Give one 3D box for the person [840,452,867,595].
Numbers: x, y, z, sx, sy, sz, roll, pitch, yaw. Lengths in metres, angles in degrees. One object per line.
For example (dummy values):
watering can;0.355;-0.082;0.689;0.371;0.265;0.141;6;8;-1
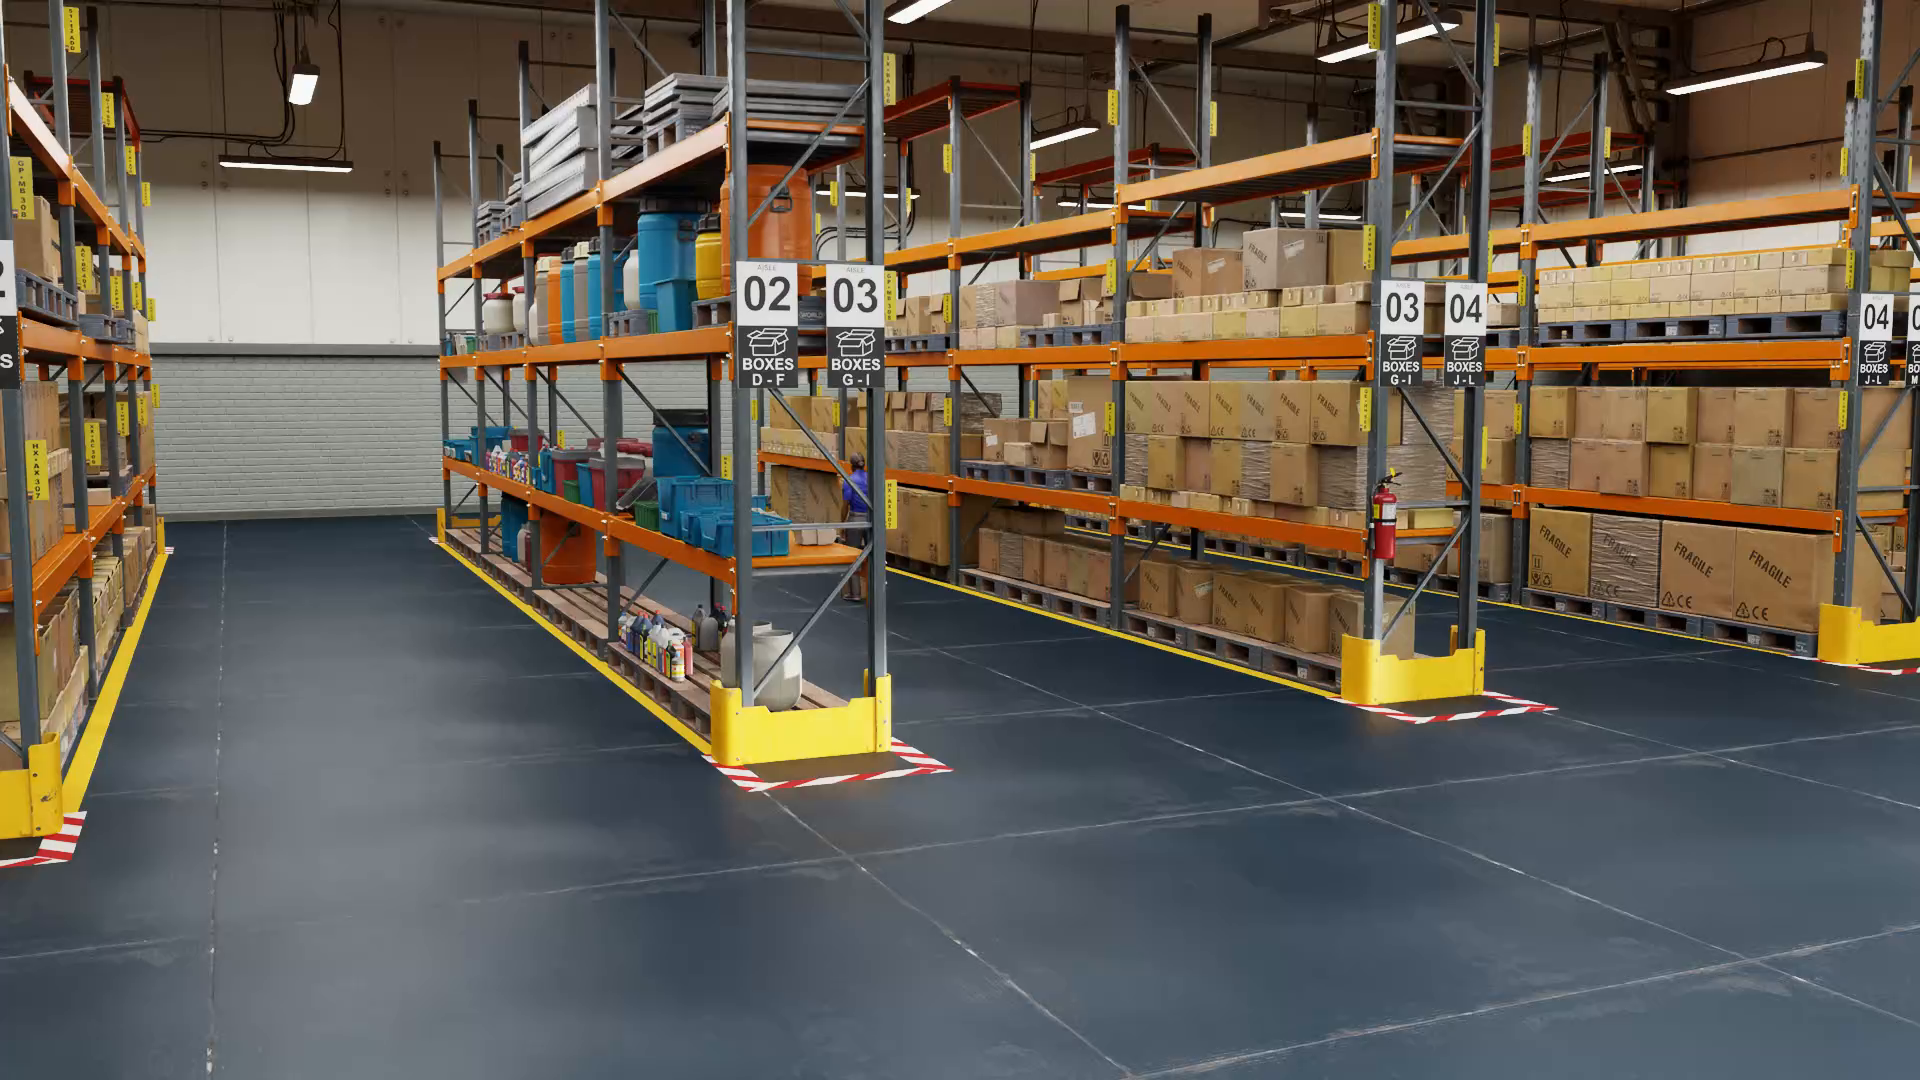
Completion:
person;-1.103;-0.186;18.590;0.493;1.584;0.349;-2;6;-24
